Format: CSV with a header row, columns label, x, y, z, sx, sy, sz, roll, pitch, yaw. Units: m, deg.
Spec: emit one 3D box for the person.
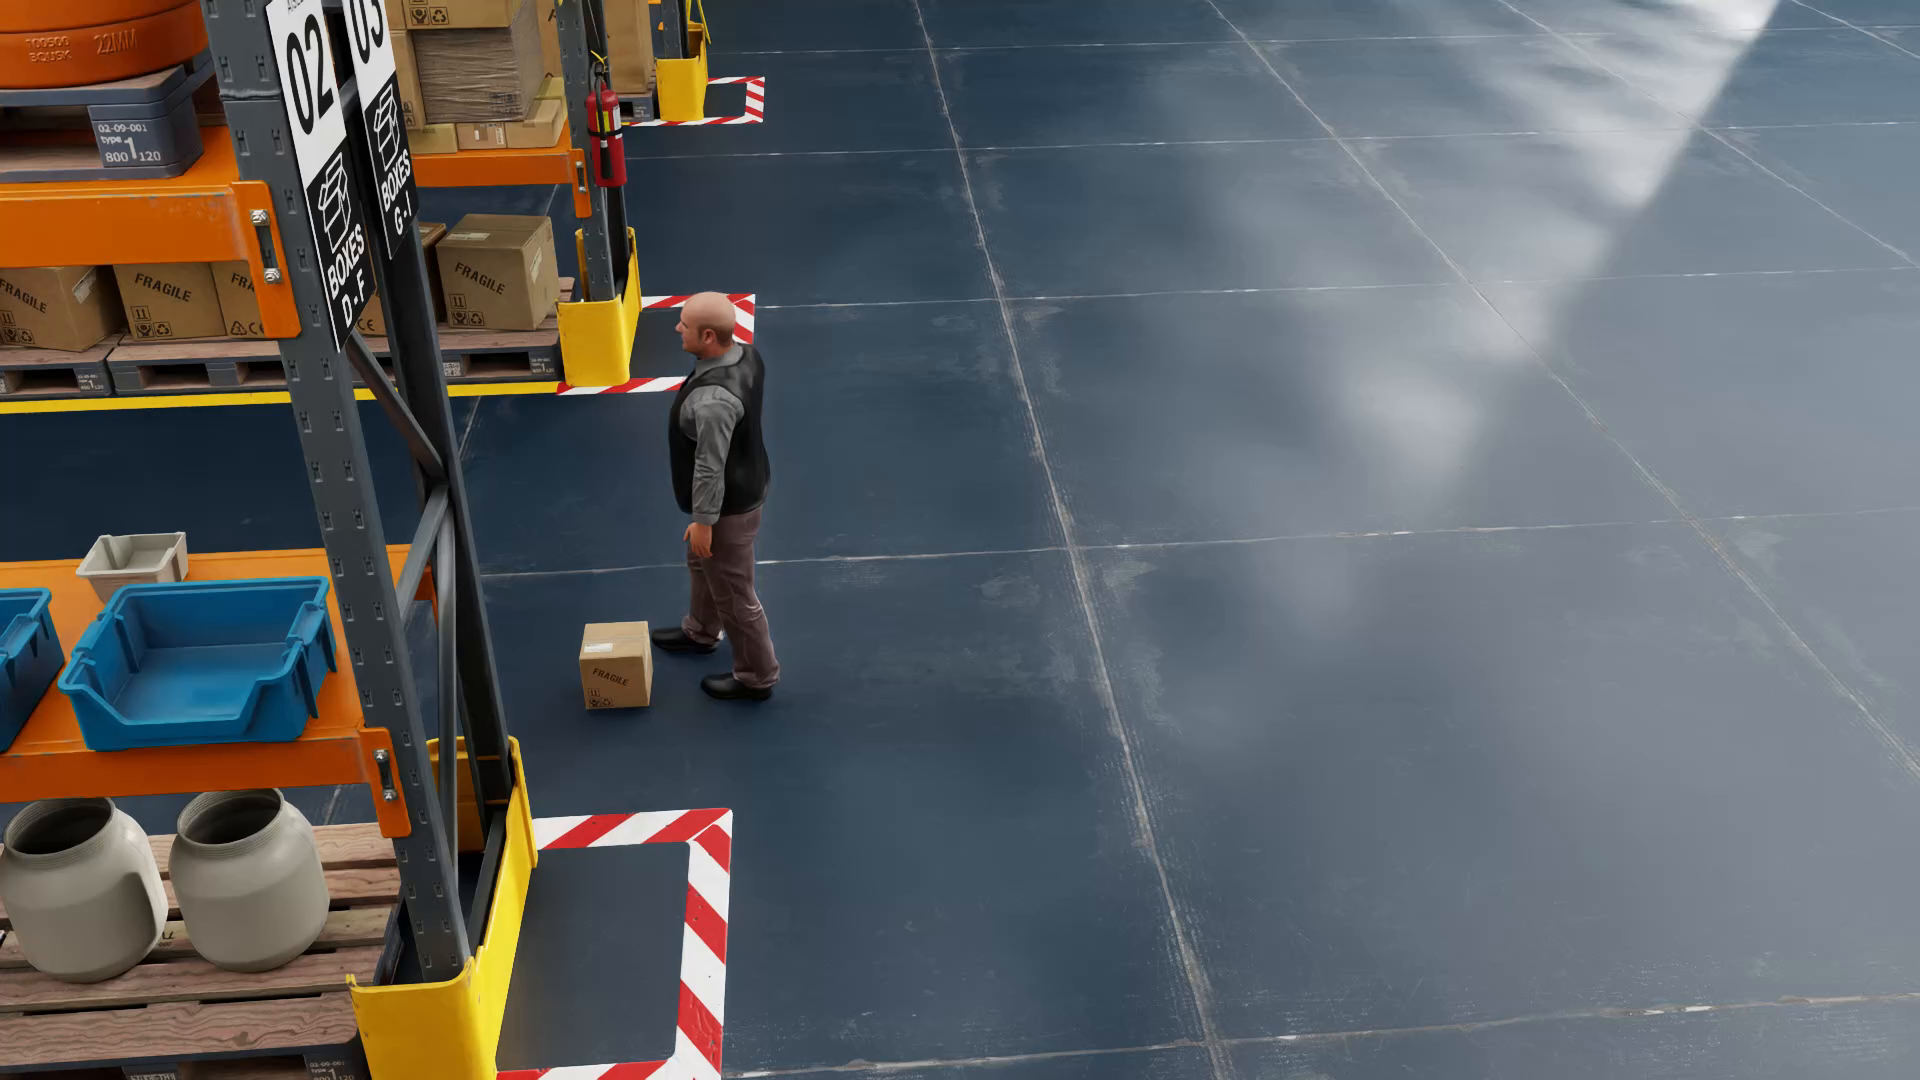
label,x,y,z,sx,sy,sz,roll,pitch,yaw
person,-1.027,-0.125,6.442,0.603,1.629,0.568,2,31,3
